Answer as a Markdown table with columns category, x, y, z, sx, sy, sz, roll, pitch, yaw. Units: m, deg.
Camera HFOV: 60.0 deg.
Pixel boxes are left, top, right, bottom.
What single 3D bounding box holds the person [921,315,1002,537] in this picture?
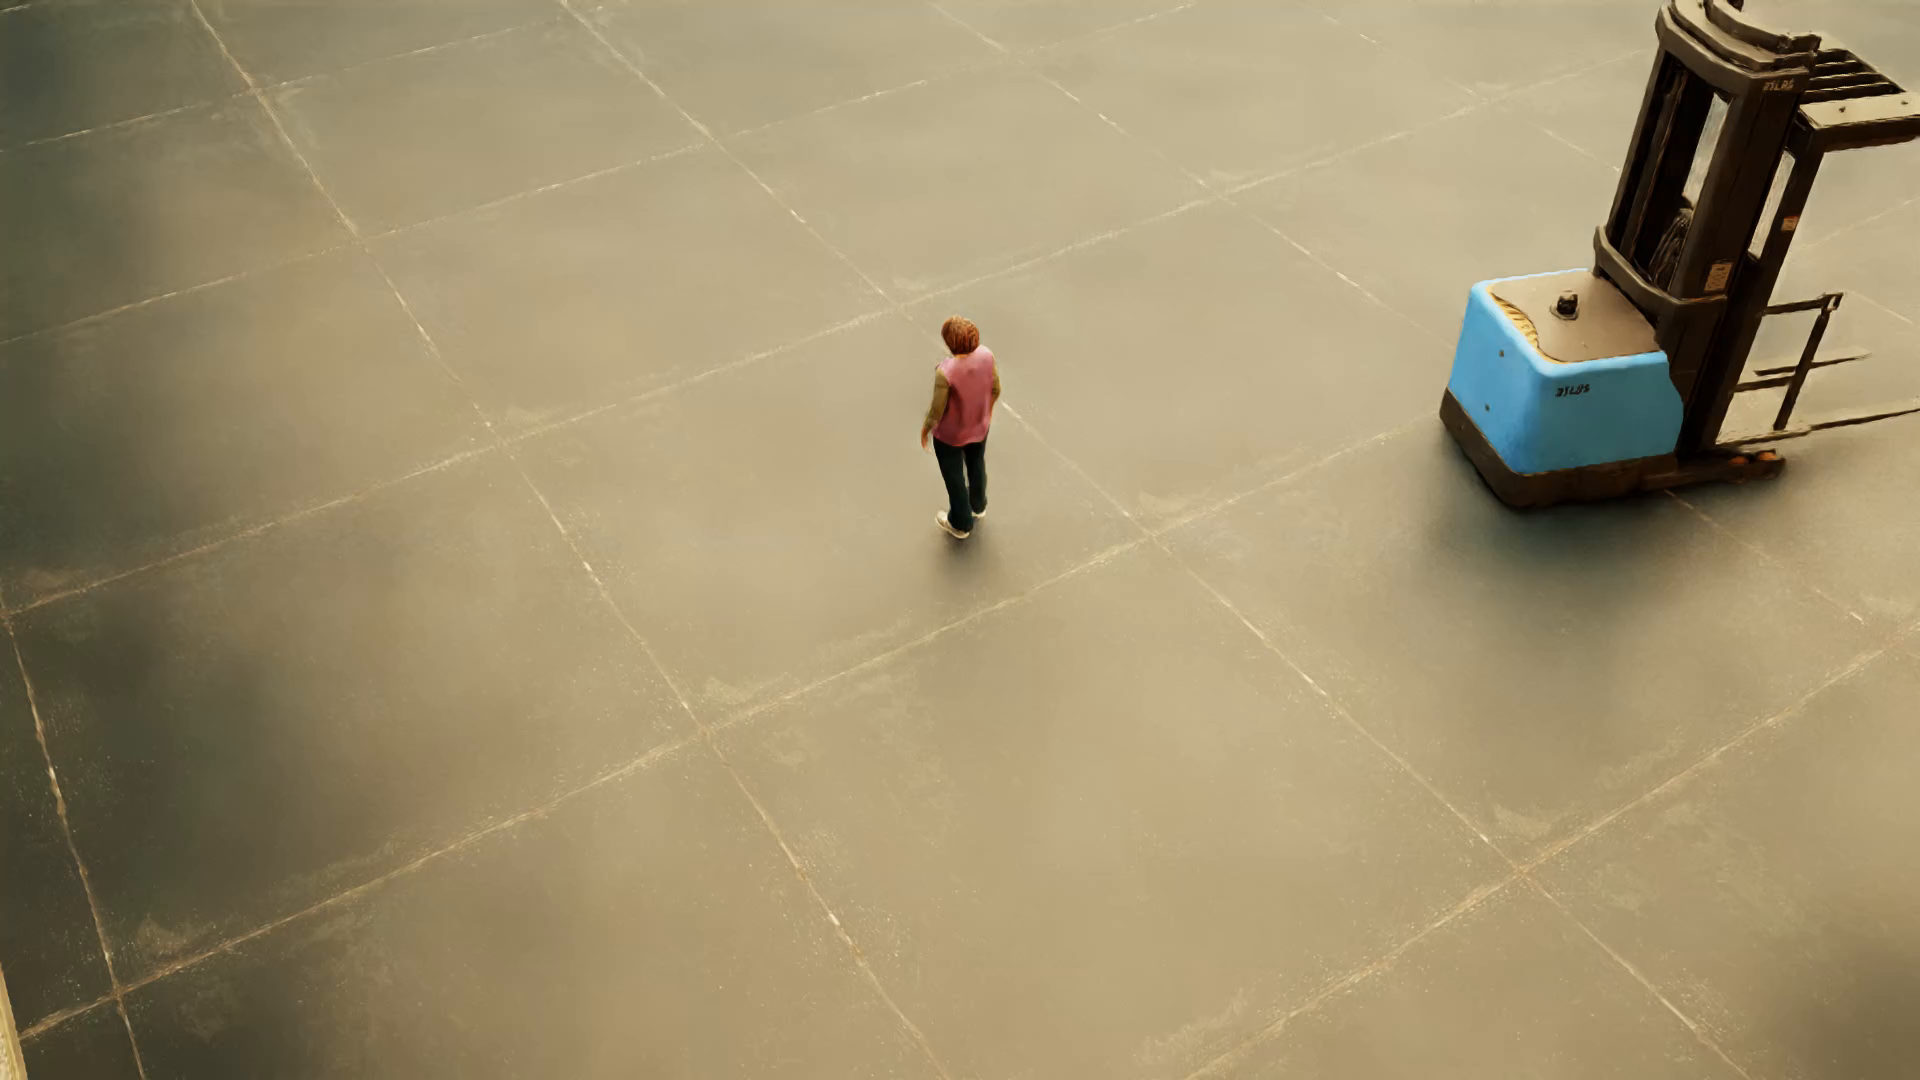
| category | x | y | z | sx | sy | sz | roll | pitch | yaw |
| --- | --- | --- | --- | --- | --- | --- | --- | --- | --- |
| person | -0.028 | -0.682 | 9.594 | 0.520 | 1.596 | 0.476 | -23 | 46 | -24 |

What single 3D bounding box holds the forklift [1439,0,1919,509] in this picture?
| category | x | y | z | sx | sy | sz | roll | pitch | yaw |
| --- | --- | --- | --- | --- | --- | --- | --- | --- | --- |
| forklift | 4.720 | -1.799 | 9.930 | 3.031 | 2.935 | 1.130 | -8 | 42 | -9 |
